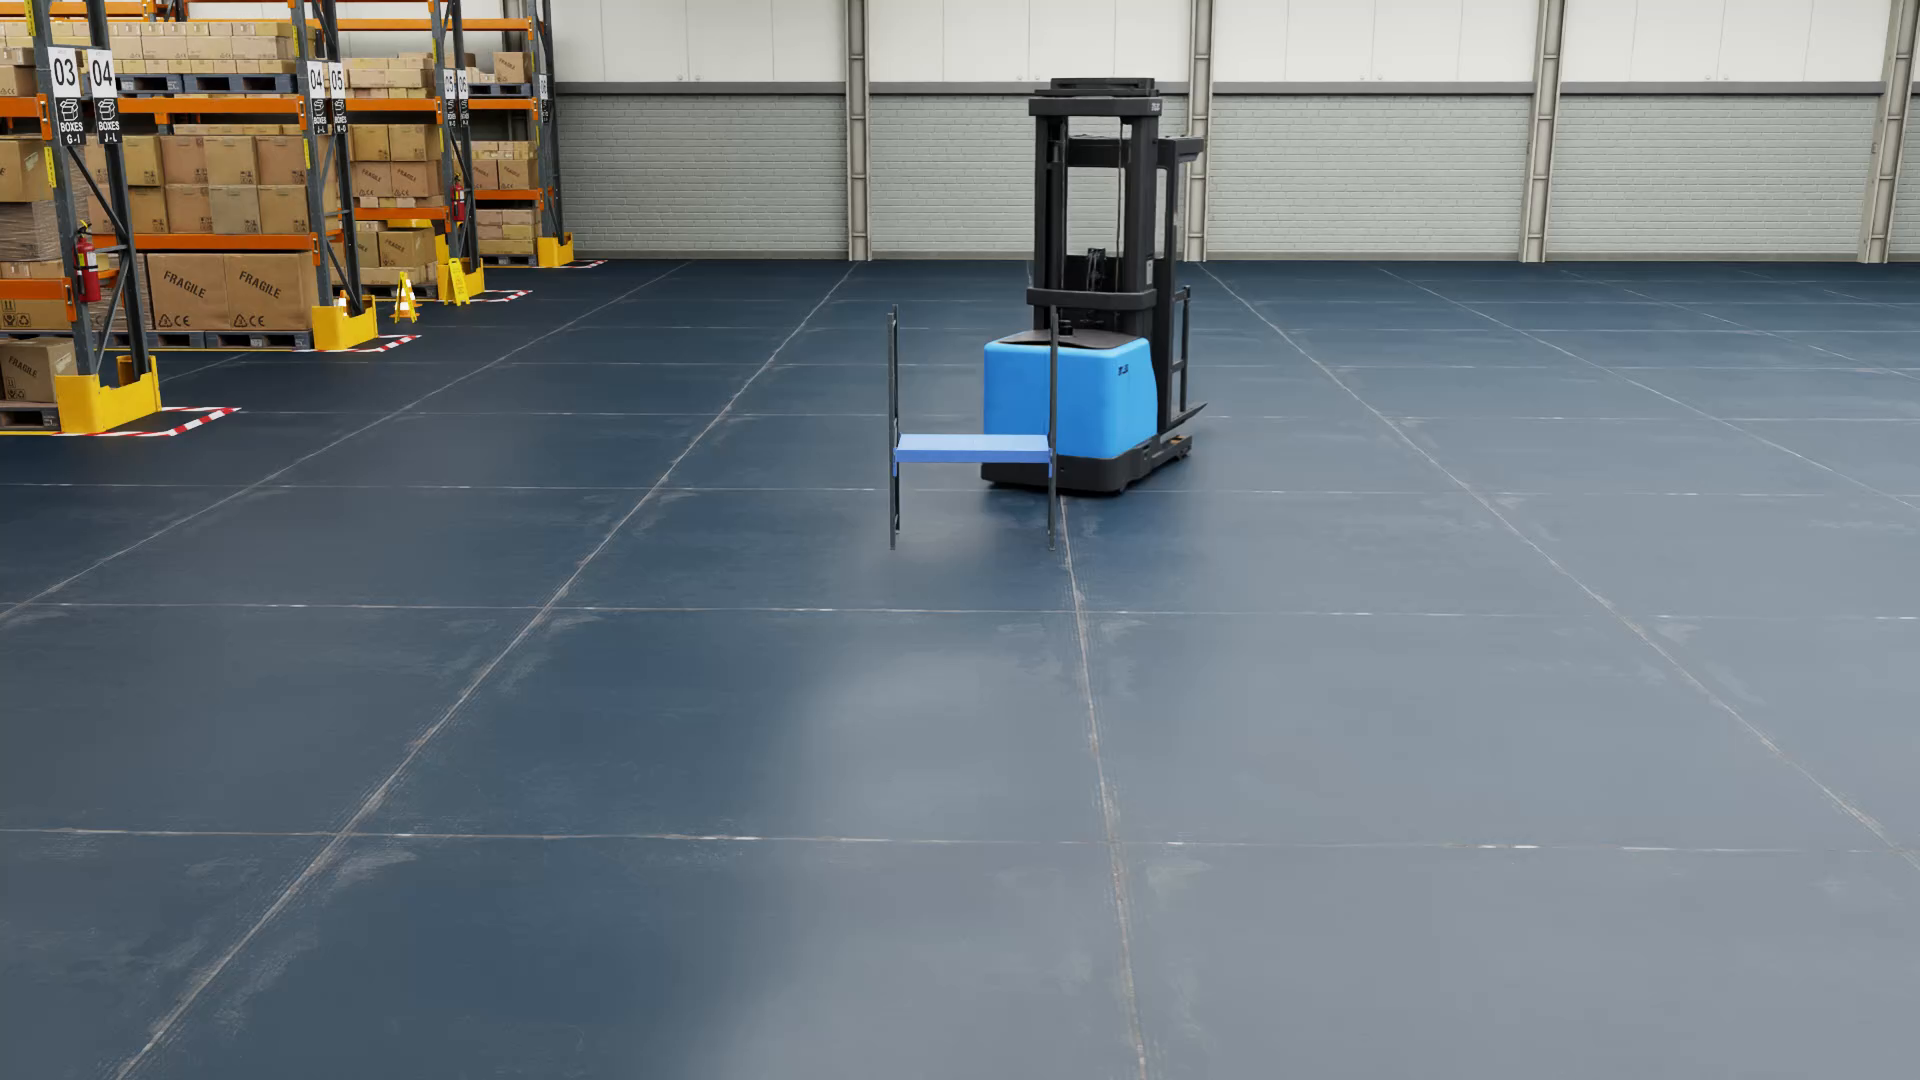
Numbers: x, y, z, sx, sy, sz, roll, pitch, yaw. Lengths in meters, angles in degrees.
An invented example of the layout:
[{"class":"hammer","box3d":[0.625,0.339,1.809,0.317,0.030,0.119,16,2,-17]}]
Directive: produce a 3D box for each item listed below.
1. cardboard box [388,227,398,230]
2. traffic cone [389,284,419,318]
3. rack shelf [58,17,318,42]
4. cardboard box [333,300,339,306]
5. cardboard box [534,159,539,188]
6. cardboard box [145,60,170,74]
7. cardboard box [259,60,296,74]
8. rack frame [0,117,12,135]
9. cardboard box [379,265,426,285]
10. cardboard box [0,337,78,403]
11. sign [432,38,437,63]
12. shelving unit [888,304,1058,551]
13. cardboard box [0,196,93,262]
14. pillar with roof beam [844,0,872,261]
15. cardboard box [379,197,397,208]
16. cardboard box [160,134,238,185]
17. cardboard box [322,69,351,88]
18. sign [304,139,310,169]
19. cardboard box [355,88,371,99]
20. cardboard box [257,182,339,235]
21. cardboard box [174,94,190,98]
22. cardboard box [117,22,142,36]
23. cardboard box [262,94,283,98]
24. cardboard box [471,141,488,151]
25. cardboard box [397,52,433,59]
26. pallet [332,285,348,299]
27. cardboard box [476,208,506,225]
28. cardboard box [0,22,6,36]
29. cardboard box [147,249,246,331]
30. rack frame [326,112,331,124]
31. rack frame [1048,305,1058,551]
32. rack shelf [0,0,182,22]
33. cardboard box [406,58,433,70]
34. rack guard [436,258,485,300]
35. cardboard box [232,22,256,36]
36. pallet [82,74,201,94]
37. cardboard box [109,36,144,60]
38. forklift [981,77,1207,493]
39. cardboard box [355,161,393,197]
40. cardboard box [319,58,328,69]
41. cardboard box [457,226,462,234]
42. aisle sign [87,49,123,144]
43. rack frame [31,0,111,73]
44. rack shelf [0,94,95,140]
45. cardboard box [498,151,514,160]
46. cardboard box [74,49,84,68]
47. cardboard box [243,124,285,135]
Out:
[{"class":"cardboard box","box3d":[-8.591,-4.357,24.569,0.500,0.500,0.500,0,15,-1]},{"class":"traffic cone","box3d":[-7.396,-3.204,22.078,0.334,0.463,0.336,0,15,1]},{"class":"rack shelf","box3d":[-13.120,-8.707,28.395,4.000,0.370,1.077,0,15,1]},{"class":"cardboard box","box3d":[-8.606,-3.157,22.515,0.250,0.149,0.380,9,17,30]},{"class":"cardboard box","box3d":[-7.610,-6.431,29.138,0.500,0.500,0.500,1,15,3]},{"class":"cardboard box","box3d":[-8.881,-5.284,18.580,0.250,0.149,0.380,0,15,2]},{"class":"cardboard box","box3d":[-7.611,-5.275,18.548,0.250,0.149,0.380,0,15,1]},{"class":"rack frame","box3d":[-11.269,-3.805,19.383,0.127,3.000,1.000,0,15,1]},{"class":"cardboard box","box3d":[-8.084,-3.853,24.129,0.500,0.250,0.500,0,15,1]},{"class":"cardboard box","box3d":[-8.122,-1.518,14.790,0.500,0.500,0.500,3,15,12]},{"class":"sign","box3d":[-7.279,-6.779,23.040,0.005,0.325,0.100,0,15,1]},{"class":"shelving unit","box3d":[0.085,-0.725,10.647,1.048,1.500,0.538,0,15,1]},{"class":"cardboard box","box3d":[-8.047,-2.718,14.482,0.500,0.500,0.875,0,15,1]},{"class":"pillar with roof beam","box3d":[-1.907,-8.306,24.683,0.400,9.000,9.100,0,15,1]},{"class":"cardboard box","box3d":[-8.136,-4.849,23.832,0.250,0.149,0.380,0,15,0]},{"class":"cardboard box","box3d":[-8.748,-4.405,19.244,0.550,0.550,0.875,0,15,1]},{"class":"cardboard box","box3d":[-8.785,-6.504,23.444,0.500,0.250,0.500,1,15,3]},{"class":"sign","box3d":[-7.298,-4.315,18.583,0.005,0.325,0.100,0,15,1]},{"class":"cardboard box","box3d":[-8.374,-6.325,23.544,0.250,0.149,0.380,0,15,2]},{"class":"cardboard box","box3d":[-7.642,-3.843,19.231,0.550,0.550,0.875,0,15,1]},{"class":"cardboard box","box3d":[-10.935,-6.332,23.573,0.250,0.149,0.380,0,15,1]},{"class":"cardboard box","box3d":[-9.140,-5.671,18.484,0.250,0.149,0.380,0,15,2]},{"class":"cardboard box","box3d":[-9.651,-6.302,23.459,0.250,0.149,0.380,0,15,0]},{"class":"cardboard box","box3d":[-8.242,-6.772,28.576,0.250,0.149,0.380,0,15,2]},{"class":"cardboard box","box3d":[-9.176,-8.046,28.356,0.637,0.503,0.797,1,15,3]},{"class":"pallet","box3d":[-9.348,-3.717,24.516,1.213,0.211,1.003,0,15,1]},{"class":"cardboard box","box3d":[-8.100,-5.590,28.756,0.500,0.250,0.500,1,15,2]},{"class":"cardboard box","box3d":[-10.658,-5.681,18.522,0.250,0.149,0.380,0,15,1]},{"class":"cardboard box","box3d":[-8.829,-2.948,19.475,0.875,0.875,0.875,0,15,1]},{"class":"rack frame","box3d":[-11.120,-6.334,28.969,0.127,3.000,1.000,0,15,1]},{"class":"rack frame","box3d":[0.593,-0.721,10.634,0.032,1.500,0.500,0,15,1]},{"class":"rack shelf","box3d":[-13.243,-7.441,23.597,4.000,0.370,1.077,0,15,1]},{"class":"cardboard box","box3d":[-7.590,-6.684,23.342,0.250,0.149,0.380,1,15,2]},{"class":"rack guard","box3d":[-7.321,-3.834,24.393,0.348,0.500,1.175,0,15,1]},{"class":"cardboard box","box3d":[-7.865,-5.663,18.454,0.250,0.149,0.380,0,15,2]},{"class":"pallet","box3d":[-9.235,-5.196,18.949,1.213,0.211,1.003,0,15,1]},{"class":"cardboard box","box3d":[-9.272,-5.495,18.598,0.500,0.250,0.500,1,15,2]},{"class":"forklift","box3d":[1.226,-2.089,13.013,1.130,2.935,3.031,7,16,24]},{"class":"cardboard box","box3d":[-8.295,-5.172,23.785,0.500,0.500,0.500,0,15,2]},{"class":"cardboard box","box3d":[-8.860,-6.719,23.475,0.250,0.149,0.380,0,15,0]},{"class":"cardboard box","box3d":[-8.634,-5.351,28.828,0.500,0.250,0.500,0,15,0]},{"class":"aisle sign","box3d":[-7.428,-3.848,14.450,0.004,0.787,0.394,0,15,1]},{"class":"rack frame","box3d":[-7.498,-5.416,13.727,0.127,3.000,1.000,0,15,1]},{"class":"rack shelf","box3d":[-9.497,-3.631,14.251,4.000,0.370,1.077,0,15,1]},{"class":"cardboard box","box3d":[-7.732,-6.595,28.490,0.250,0.149,0.380,1,15,2]},{"class":"cardboard box","box3d":[-7.767,-4.146,14.309,0.250,0.149,0.380,0,15,1]},{"class":"cardboard box","box3d":[-9.798,-5.667,23.700,0.500,0.500,0.700,0,15,0]}]
